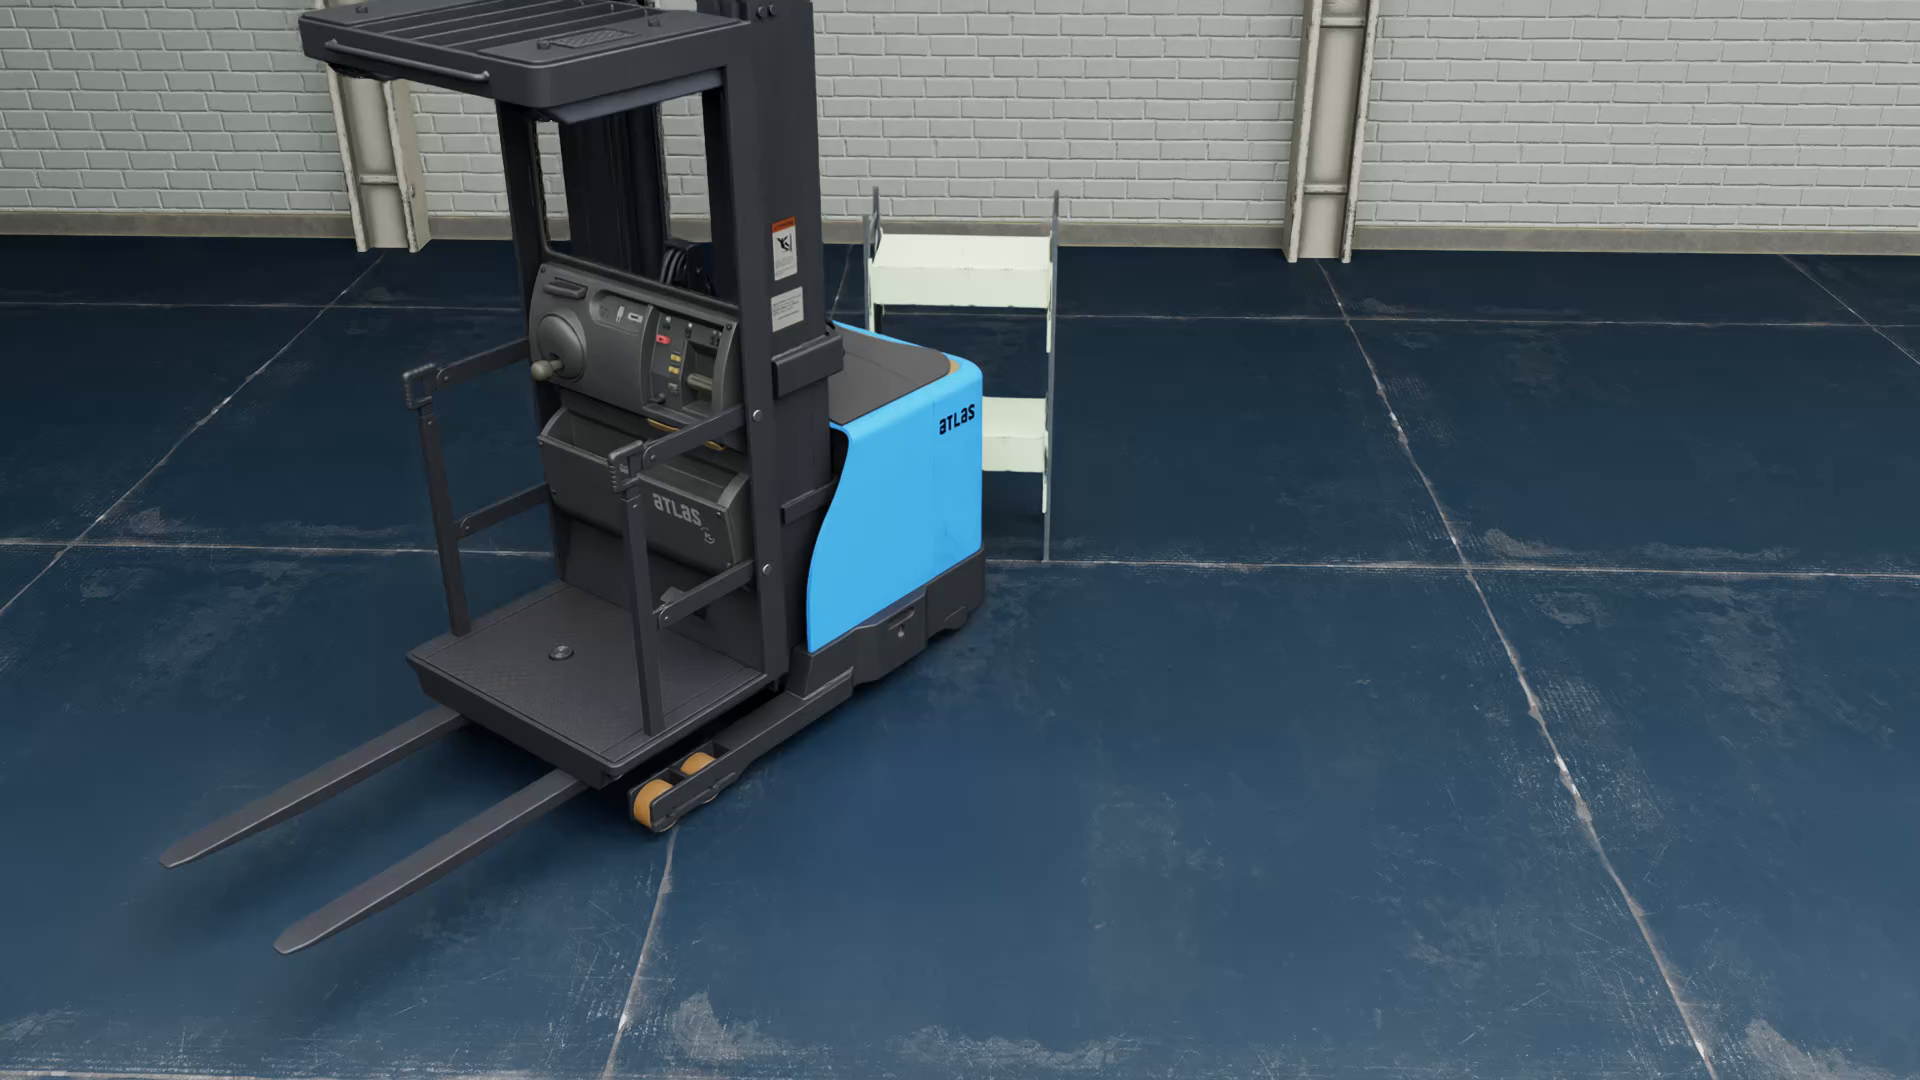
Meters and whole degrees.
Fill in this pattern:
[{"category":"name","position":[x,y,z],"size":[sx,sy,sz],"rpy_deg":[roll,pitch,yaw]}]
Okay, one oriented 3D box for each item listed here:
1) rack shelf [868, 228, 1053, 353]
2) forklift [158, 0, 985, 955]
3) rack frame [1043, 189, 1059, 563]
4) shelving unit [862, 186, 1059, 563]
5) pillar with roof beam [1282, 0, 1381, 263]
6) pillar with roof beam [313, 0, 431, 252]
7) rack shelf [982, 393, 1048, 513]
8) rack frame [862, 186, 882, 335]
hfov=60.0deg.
[{"category":"rack shelf","position":[0.013,-1.016,6.732],"size":[0.720,0.370,0.431],"rpy_deg":[2,28,3]},{"category":"forklift","position":[-1.204,-0.603,5.258],"size":[1.130,2.935,3.031],"rpy_deg":[20,34,33]},{"category":"rack frame","position":[0.378,-0.661,6.895],"size":[0.023,1.500,0.400],"rpy_deg":[2,28,3]},{"category":"shelving unit","position":[0.013,-0.671,6.915],"size":[0.755,1.500,0.431],"rpy_deg":[2,28,3]},{"category":"pillar with roof beam","position":[2.140,-3.800,4.811],"size":[0.400,9.000,9.100],"rpy_deg":[1,28,2]},{"category":"pillar with roof beam","position":[-3.856,-3.899,4.998],"size":[0.400,9.000,9.100],"rpy_deg":[1,28,2]},{"category":"rack shelf","position":[0.013,-0.383,7.068],"size":[0.720,0.370,0.431],"rpy_deg":[2,28,3]},{"category":"rack frame","position":[-0.352,-0.682,6.935],"size":[0.023,1.500,0.400],"rpy_deg":[2,28,3]}]
